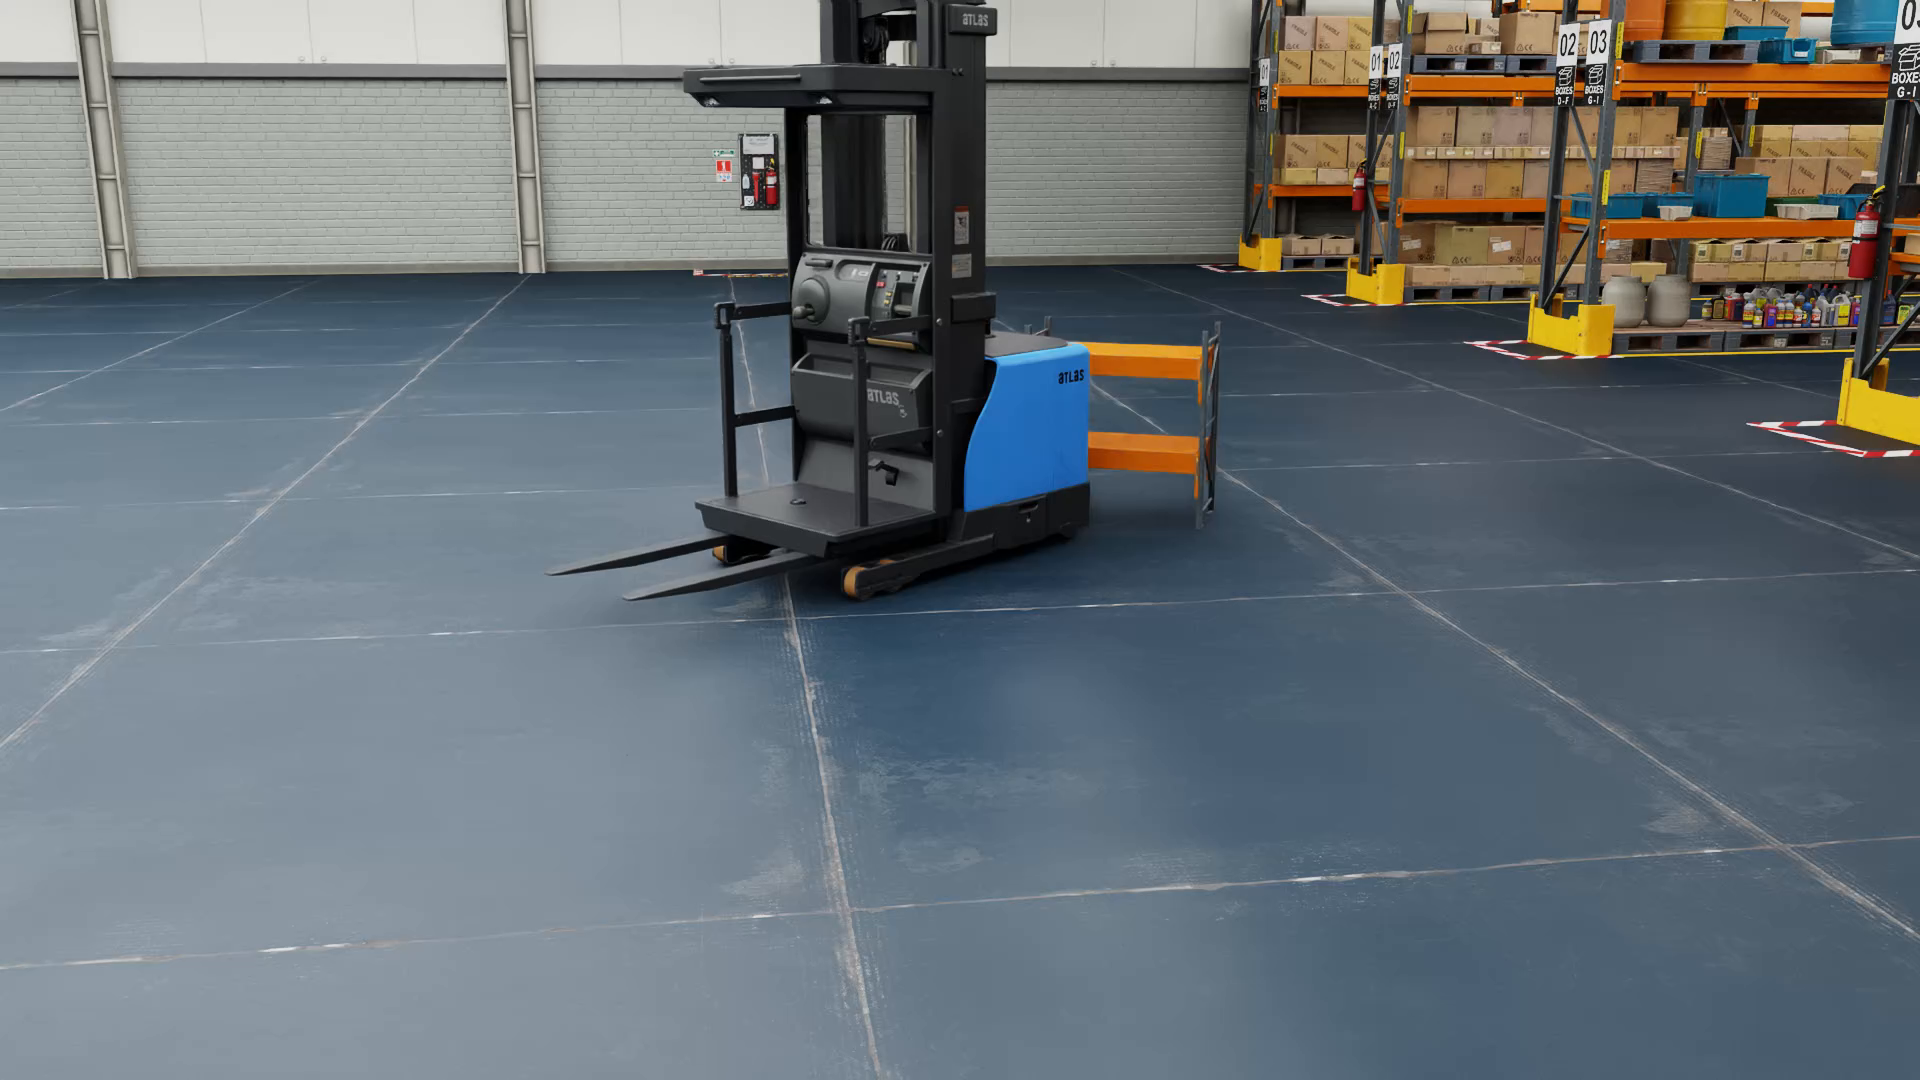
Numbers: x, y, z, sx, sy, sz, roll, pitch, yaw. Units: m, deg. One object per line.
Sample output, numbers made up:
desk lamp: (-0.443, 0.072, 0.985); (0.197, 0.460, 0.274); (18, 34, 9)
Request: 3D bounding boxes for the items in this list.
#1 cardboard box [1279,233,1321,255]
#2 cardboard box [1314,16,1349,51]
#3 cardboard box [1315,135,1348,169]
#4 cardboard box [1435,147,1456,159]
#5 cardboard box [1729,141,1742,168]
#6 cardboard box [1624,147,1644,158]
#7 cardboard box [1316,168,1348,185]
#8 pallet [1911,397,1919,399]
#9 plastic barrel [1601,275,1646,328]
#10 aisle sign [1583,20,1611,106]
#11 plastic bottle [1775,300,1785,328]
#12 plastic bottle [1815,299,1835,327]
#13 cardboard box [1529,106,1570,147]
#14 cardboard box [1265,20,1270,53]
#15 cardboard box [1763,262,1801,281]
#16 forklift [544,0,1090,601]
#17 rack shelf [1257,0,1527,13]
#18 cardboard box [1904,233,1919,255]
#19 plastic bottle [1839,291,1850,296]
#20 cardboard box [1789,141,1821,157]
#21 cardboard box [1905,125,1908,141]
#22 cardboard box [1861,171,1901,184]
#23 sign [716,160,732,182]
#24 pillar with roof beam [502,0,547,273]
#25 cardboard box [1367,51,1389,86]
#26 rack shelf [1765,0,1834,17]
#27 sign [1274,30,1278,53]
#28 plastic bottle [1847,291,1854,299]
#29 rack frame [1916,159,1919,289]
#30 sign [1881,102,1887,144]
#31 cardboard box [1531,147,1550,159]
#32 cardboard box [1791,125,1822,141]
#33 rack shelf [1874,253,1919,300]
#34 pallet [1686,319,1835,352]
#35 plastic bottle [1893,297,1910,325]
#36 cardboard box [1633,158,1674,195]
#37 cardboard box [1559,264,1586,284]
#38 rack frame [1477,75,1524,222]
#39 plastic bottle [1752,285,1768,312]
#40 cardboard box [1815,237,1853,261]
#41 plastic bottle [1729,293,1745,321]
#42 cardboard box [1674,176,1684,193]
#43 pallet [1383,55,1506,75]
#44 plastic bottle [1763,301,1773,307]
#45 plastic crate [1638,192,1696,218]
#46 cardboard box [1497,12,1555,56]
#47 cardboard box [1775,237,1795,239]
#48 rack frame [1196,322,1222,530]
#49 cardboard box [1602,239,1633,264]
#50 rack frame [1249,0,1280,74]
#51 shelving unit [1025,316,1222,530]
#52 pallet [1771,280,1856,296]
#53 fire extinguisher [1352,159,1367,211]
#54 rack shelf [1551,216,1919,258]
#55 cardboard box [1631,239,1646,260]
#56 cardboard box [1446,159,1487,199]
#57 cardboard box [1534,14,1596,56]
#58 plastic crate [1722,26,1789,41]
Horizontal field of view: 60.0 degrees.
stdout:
cardboard box: (5.399, -4.709, 26.455); (0.500, 0.311, 0.500); (-4, 15, -15)
cardboard box: (5.622, -7.756, 25.513); (0.500, 0.500, 0.500); (-2, 14, -9)
cardboard box: (5.708, -6.058, 25.935); (0.500, 0.500, 0.500); (-2, 14, -8)
cardboard box: (6.124, -4.941, 21.217); (0.250, 0.149, 0.380); (-2, 14, -10)
cardboard box: (13.040, -6.369, 27.594); (0.500, 0.500, 0.500); (-2, 14, -8)
cardboard box: (8.658, -5.033, 21.585); (0.250, 0.149, 0.380); (-3, 14, -10)
cardboard box: (5.742, -5.697, 26.038); (0.500, 0.250, 0.500); (-3, 14, -10)
pallet: (7.799, -0.893, 12.349); (1.213, 0.211, 1.003); (-2, 14, -8)
plastic barrel: (6.816, -2.452, 17.086); (0.421, 0.512, 0.421); (0, 14, 0)
aisle sign: (6.149, -4.601, 16.058); (0.004, 0.787, 0.394); (-2, 14, -8)
plastic bottle: (8.355, -2.306, 16.957); (0.097, 0.271, 0.097); (0, 14, 0)
plastic bottle: (8.868, -2.334, 17.058); (0.135, 0.276, 0.152); (-2, 14, -7)
cardboard box: (7.472, -5.355, 21.537); (0.500, 0.500, 0.700); (-2, 14, -8)
cardboard box: (5.089, -7.873, 25.980); (0.500, 0.500, 0.500); (-1, 14, -6)
cardboard box: (10.851, -3.612, 22.249); (0.500, 0.250, 0.500); (-3, 14, -10)
forklift: (-0.651, -1.268, 8.254); (1.130, 2.935, 3.031); (13, 19, 42)
rack shelf: (6.679, -8.428, 25.815); (4.000, 0.370, 1.077); (-2, 14, -8)
cardboard box: (7.166, -2.160, 12.185); (0.250, 0.149, 0.380); (-2, 14, -8)
plastic bottle: (9.436, -2.526, 17.823); (0.135, 0.276, 0.152); (-2, 14, -6)
cardboard box: (13.650, -6.261, 27.165); (0.500, 0.500, 0.500); (-2, 14, -6)
cardboard box: (15.636, -6.703, 27.382); (0.500, 0.250, 0.500); (-2, 14, -7)
cardboard box: (12.440, -4.866, 22.641); (0.500, 0.311, 0.500); (-2, 14, -9)
sign: (-3.680, -5.754, 25.926); (0.234, 0.329, 0.001); (-2, 14, -8)
pillar with roof beam: (-5.960, -7.469, 20.506); (0.400, 9.000, 9.100); (-2, 14, -8)
cardboard box: (6.645, -7.317, 25.817); (0.500, 0.500, 0.500); (-1, 14, -5)
rack shelf: (14.590, -8.526, 27.019); (4.000, 0.370, 1.077); (-2, 14, -8)
sign: (4.782, -7.545, 25.176); (0.005, 0.325, 0.100); (-2, 14, -8)
plastic bottle: (9.453, -2.504, 17.720); (0.133, 0.283, 0.061); (-2, 14, -8)
rack frame: (13.354, -4.895, 22.573); (0.127, 3.000, 1.000); (-2, 14, -8)
sign: (6.852, -3.071, 12.271); (0.005, 0.325, 0.100); (-2, 14, -8)
cardboard box: (7.383, -4.986, 21.398); (0.250, 0.149, 0.380); (-2, 14, -8)
cardboard box: (13.631, -6.627, 27.079); (0.500, 0.250, 0.500); (-2, 14, -9)
rack shelf: (8.893, -1.945, 12.292); (4.000, 0.370, 1.077); (-2, 14, -8)
pallet: (8.253, -2.146, 17.346); (1.213, 0.211, 1.003); (-2, 14, -8)
plastic bottle: (9.706, -2.357, 17.135); (0.133, 0.283, 0.061); (-1, 14, -5)
cardboard box: (8.960, -4.781, 21.913); (0.500, 0.500, 0.700); (-2, 14, -10)
cardboard box: (7.984, -3.513, 21.853); (0.500, 0.250, 0.500); (-2, 14, -8)
rack frame: (8.656, -5.941, 26.746); (0.127, 3.000, 1.000); (-2, 14, -8)
plastic bottle: (8.481, -2.528, 17.678); (0.185, 0.351, 0.144); (-2, 14, -6)
cardboard box: (11.860, -3.921, 22.325); (0.500, 0.311, 0.500); (-2, 14, -9)
plastic bottle: (8.198, -2.458, 17.537); (0.133, 0.283, 0.061); (-2, 14, -8)
cardboard box: (9.878, -4.705, 22.126); (0.500, 0.250, 0.500); (-1, 14, -5)
pallet: (6.146, -6.036, 21.140); (1.213, 0.211, 1.003); (-2, 14, -8)
plastic bottle: (8.543, -2.428, 17.587); (0.097, 0.201, 0.097); (0, 14, 0)
plastic crate: (7.270, -3.453, 17.131); (0.408, 0.251, 0.499); (-2, 14, -8)
cardboard box: (7.126, -6.374, 20.950); (0.500, 0.500, 0.500); (-2, 14, -8)
cardboard box: (11.261, -4.031, 22.764); (0.500, 0.311, 0.500); (-2, 14, -9)
rack frame: (1.430, -0.664, 9.558); (0.032, 1.125, 0.500); (4, 15, 17)
cardboard box: (8.476, -3.899, 21.850); (0.500, 0.500, 0.500); (-2, 14, -8)
rack frame: (4.701, -8.706, 25.438); (0.127, 3.000, 1.000); (-2, 14, -8)
shelving unit: (0.944, -0.701, 9.704); (1.048, 1.125, 0.538); (4, 15, 17)
pallet: (11.330, -3.478, 22.658); (1.213, 0.211, 1.003); (-2, 14, -8)
fire extinguisher: (5.257, -4.675, 21.855); (0.183, 0.674, 0.296); (-2, 14, -8)
rack shelf: (8.155, -3.137, 17.042); (4.000, 0.370, 1.077); (-2, 14, -8)
cardboard box: (8.893, -4.042, 22.421); (0.500, 0.500, 0.500); (-2, 14, -8)
cardboard box: (6.425, -4.687, 21.541); (0.500, 0.500, 0.700); (-2, 14, -7)
cardboard box: (7.751, -6.497, 21.433); (0.637, 0.503, 0.797); (-1, 14, -2)
plastic crate: (8.018, -5.002, 16.867); (0.575, 0.384, 0.392); (-2, 14, -8)
